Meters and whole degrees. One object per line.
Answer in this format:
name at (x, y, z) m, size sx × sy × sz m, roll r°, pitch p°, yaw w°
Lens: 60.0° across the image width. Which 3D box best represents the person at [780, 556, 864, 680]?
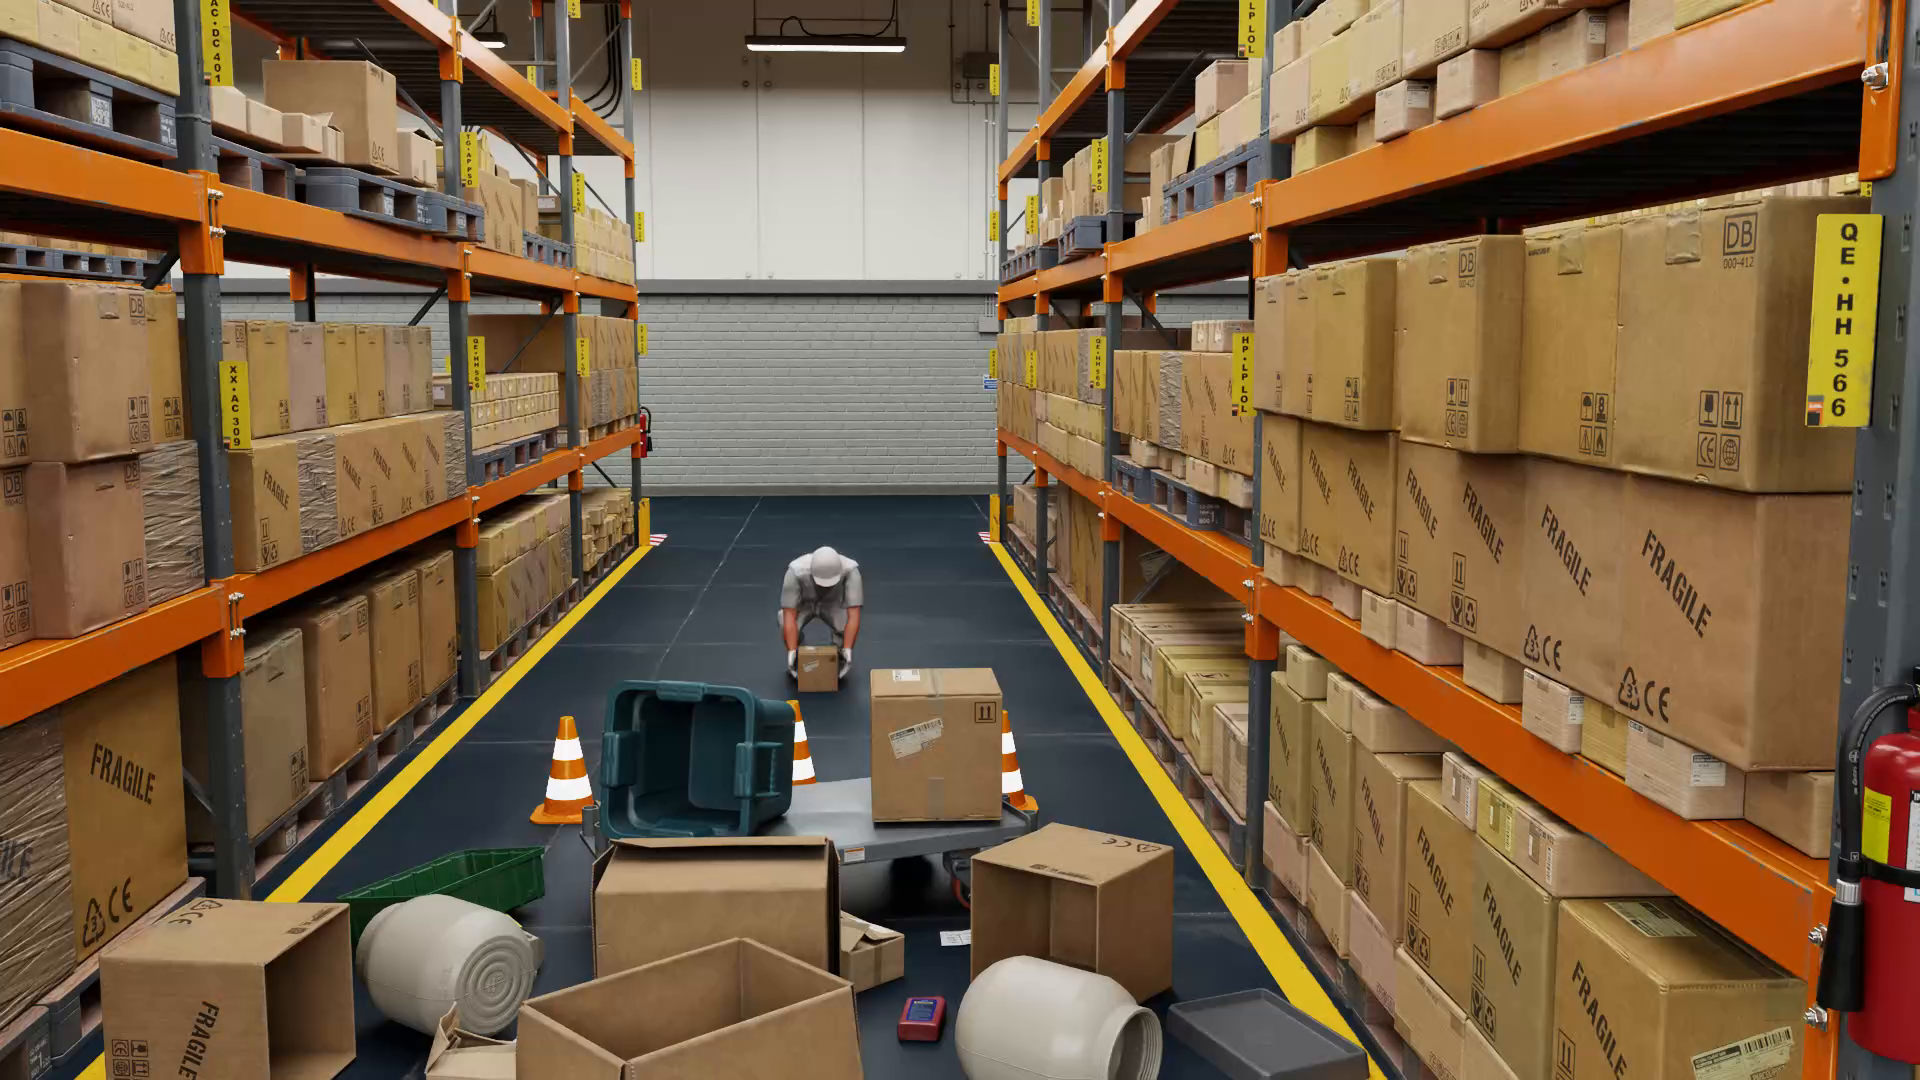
person at (-12.813, 1.523, 2.148) m, size 25.488 × 0.886 × 17.059 m, roll 0°, pitch 7°, yaw -4°
